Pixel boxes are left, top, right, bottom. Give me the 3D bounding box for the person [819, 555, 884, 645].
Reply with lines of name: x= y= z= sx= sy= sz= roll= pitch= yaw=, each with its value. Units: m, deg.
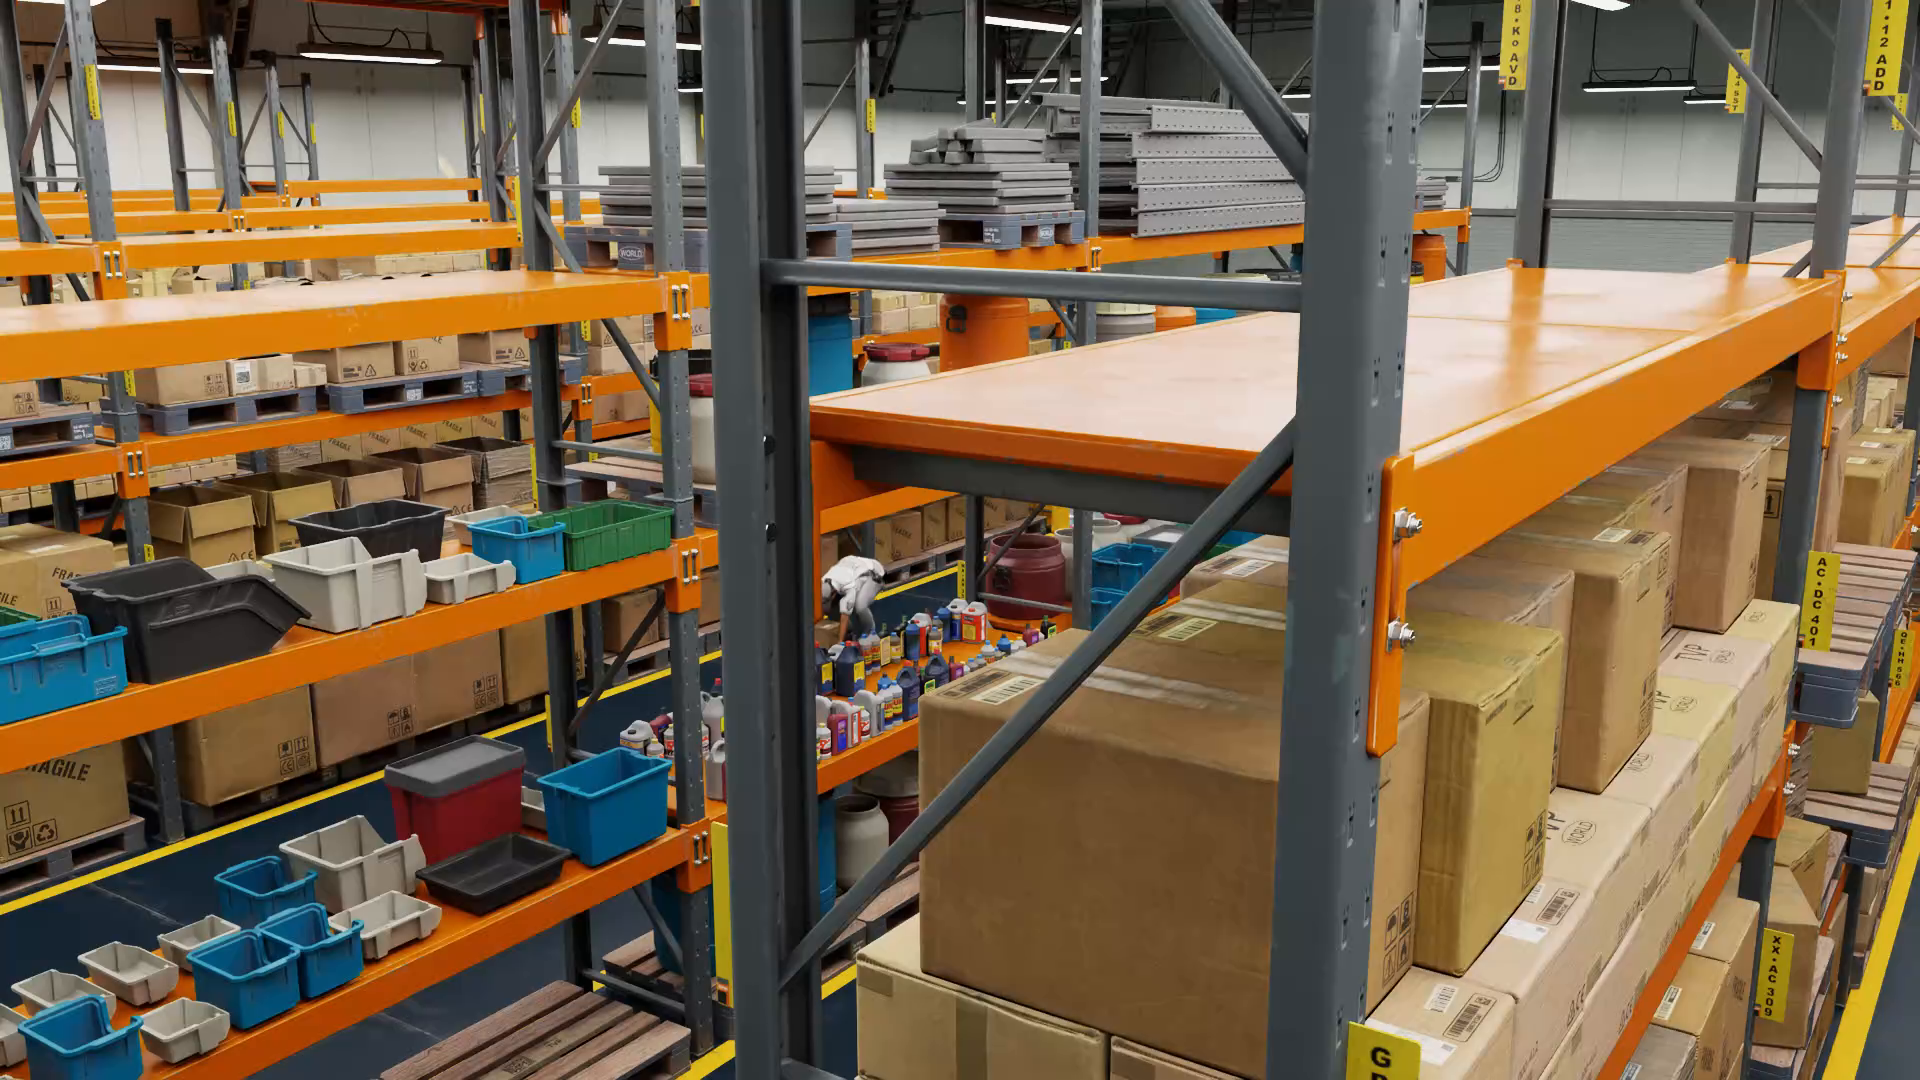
person: x=-1.111 y=0.612 z=16.240 sx=0.513 sy=0.835 sz=0.942 roll=8 pitch=15 yaw=31
